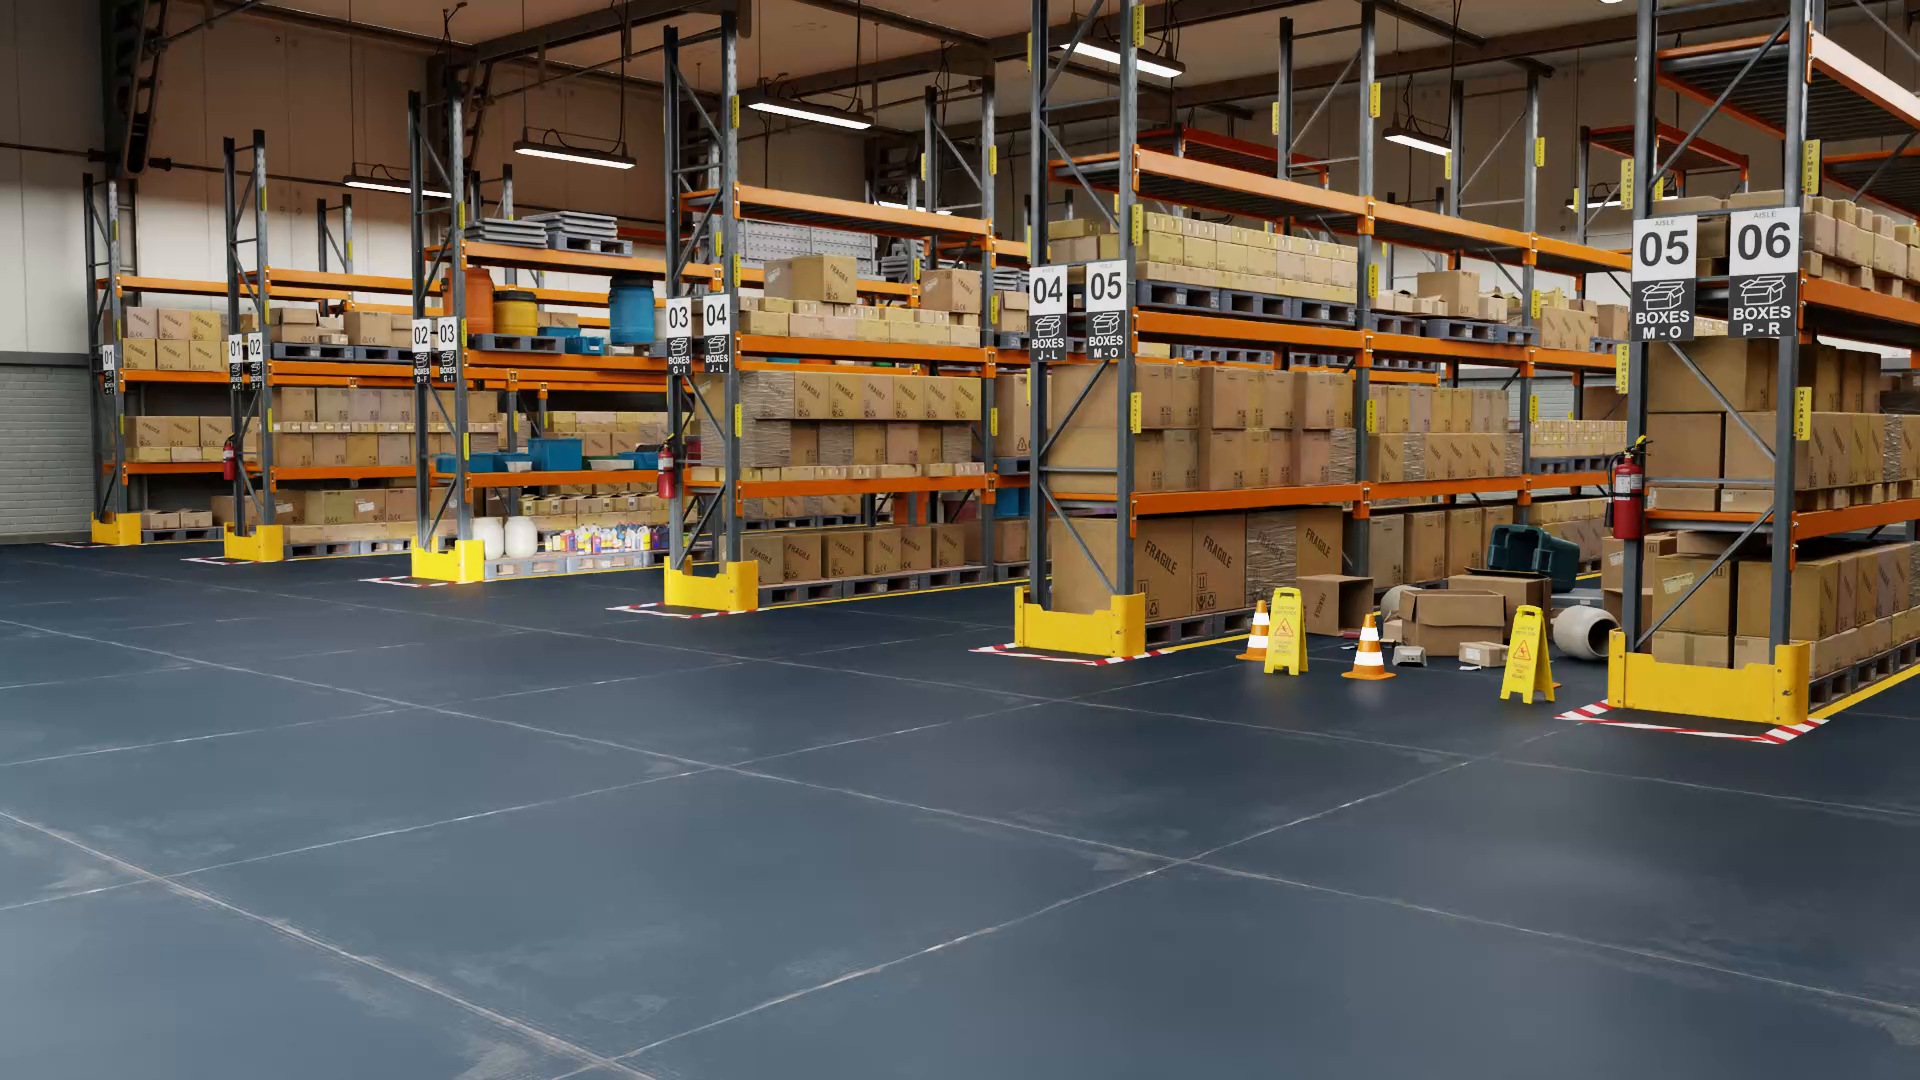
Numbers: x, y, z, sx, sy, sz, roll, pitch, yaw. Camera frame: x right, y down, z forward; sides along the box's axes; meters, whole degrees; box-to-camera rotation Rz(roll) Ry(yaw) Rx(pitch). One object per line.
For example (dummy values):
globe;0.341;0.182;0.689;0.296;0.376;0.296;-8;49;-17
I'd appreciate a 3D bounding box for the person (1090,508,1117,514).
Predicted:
person;1.471;-0.051;16.746;0.410;1.574;0.307;3;5;42
